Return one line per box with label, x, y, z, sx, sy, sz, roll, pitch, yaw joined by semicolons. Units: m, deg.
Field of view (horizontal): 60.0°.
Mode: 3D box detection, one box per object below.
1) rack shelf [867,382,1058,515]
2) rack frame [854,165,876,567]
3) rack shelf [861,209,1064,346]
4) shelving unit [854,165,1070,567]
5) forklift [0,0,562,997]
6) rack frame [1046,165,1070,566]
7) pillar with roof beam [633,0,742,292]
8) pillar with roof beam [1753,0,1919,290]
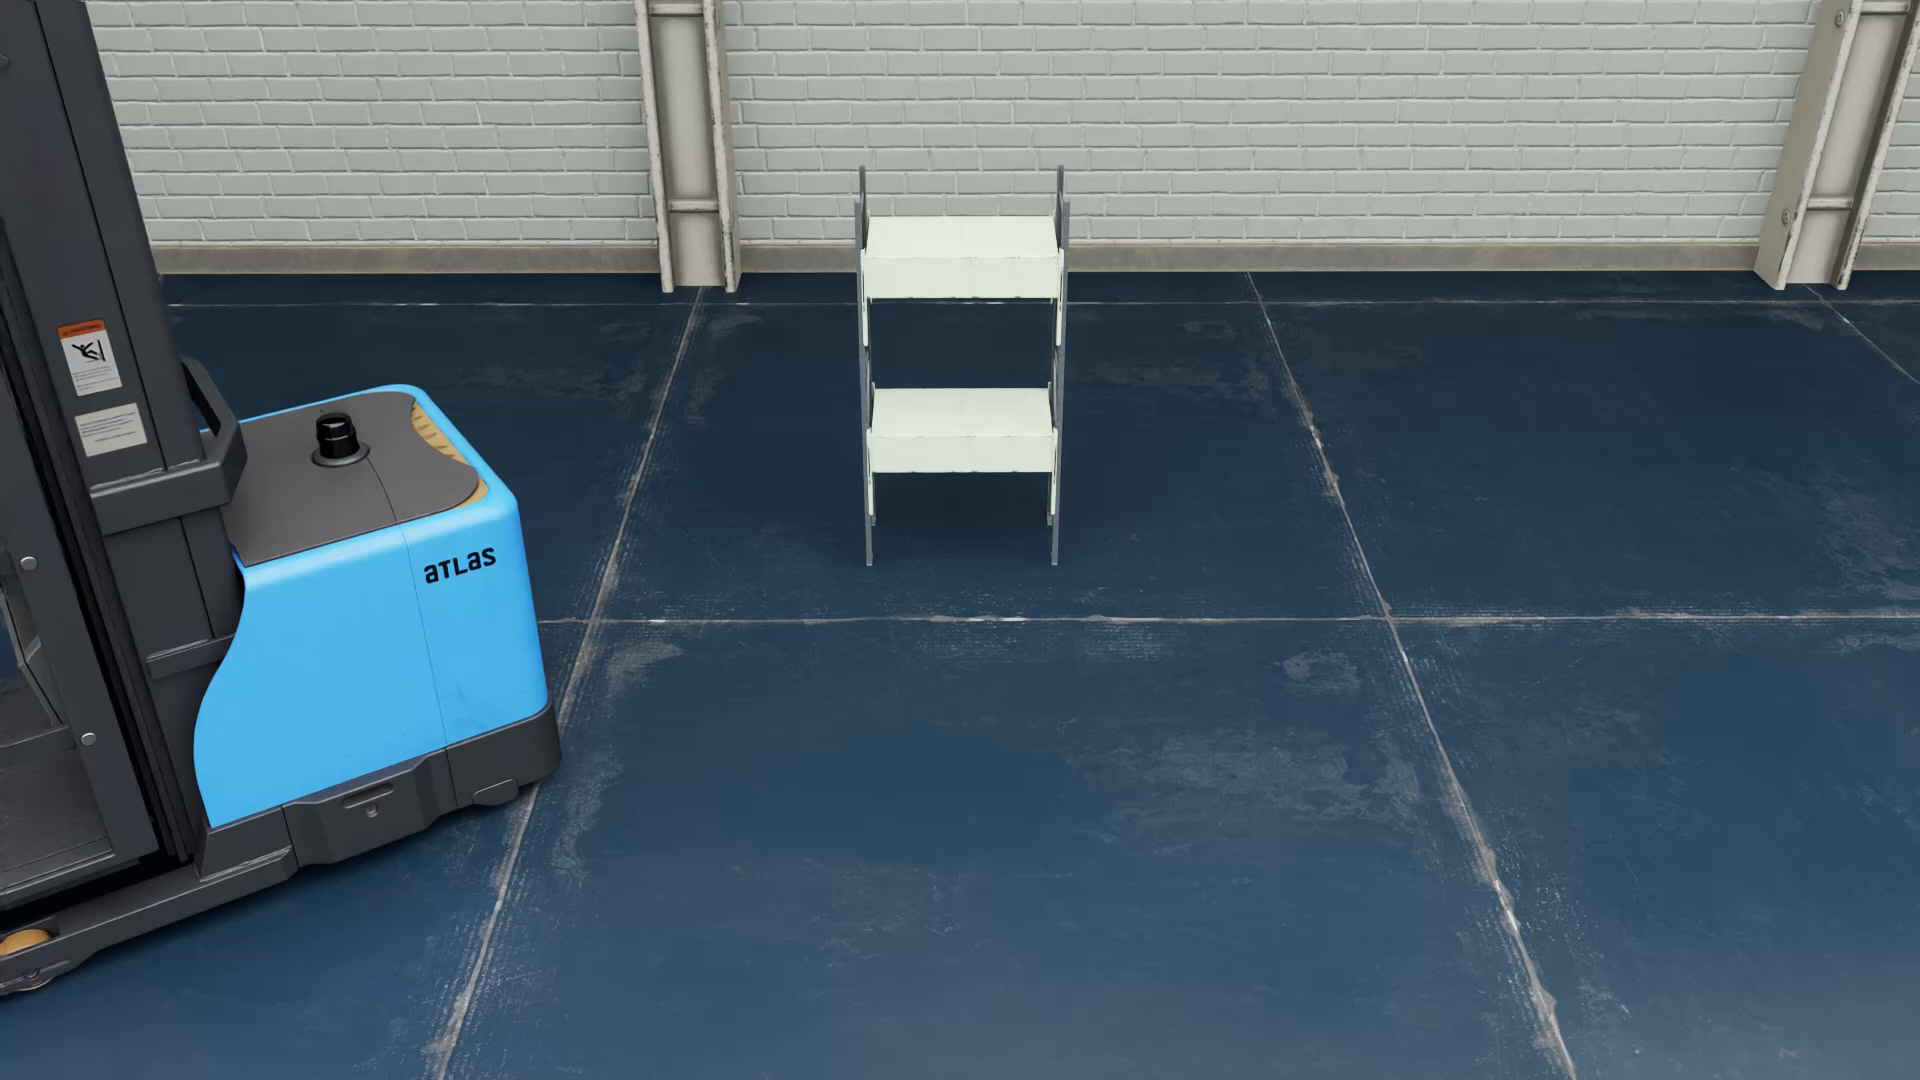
rack shelf;0.007;-0.363;6.530;0.720;0.370;0.431;0;31;0
rack frame;-0.359;-0.640;6.359;0.023;1.500;0.400;0;31;0
rack shelf;0.007;-0.975;6.159;0.720;0.370;0.431;0;31;0
shelving unit;0.007;-0.641;6.361;0.755;1.500;0.431;0;31;0
forklift;-2.812;-0.249;4.335;3.031;2.935;1.130;-19;36;-28
rack frame;0.373;-0.642;6.363;0.023;1.500;0.400;0;31;0
pillar with roof beam;-1.379;-3.028;3.066;0.400;9.000;9.100;0;31;0
pillar with roof beam;4.621;-3.047;3.097;0.400;9.000;9.100;0;31;0
